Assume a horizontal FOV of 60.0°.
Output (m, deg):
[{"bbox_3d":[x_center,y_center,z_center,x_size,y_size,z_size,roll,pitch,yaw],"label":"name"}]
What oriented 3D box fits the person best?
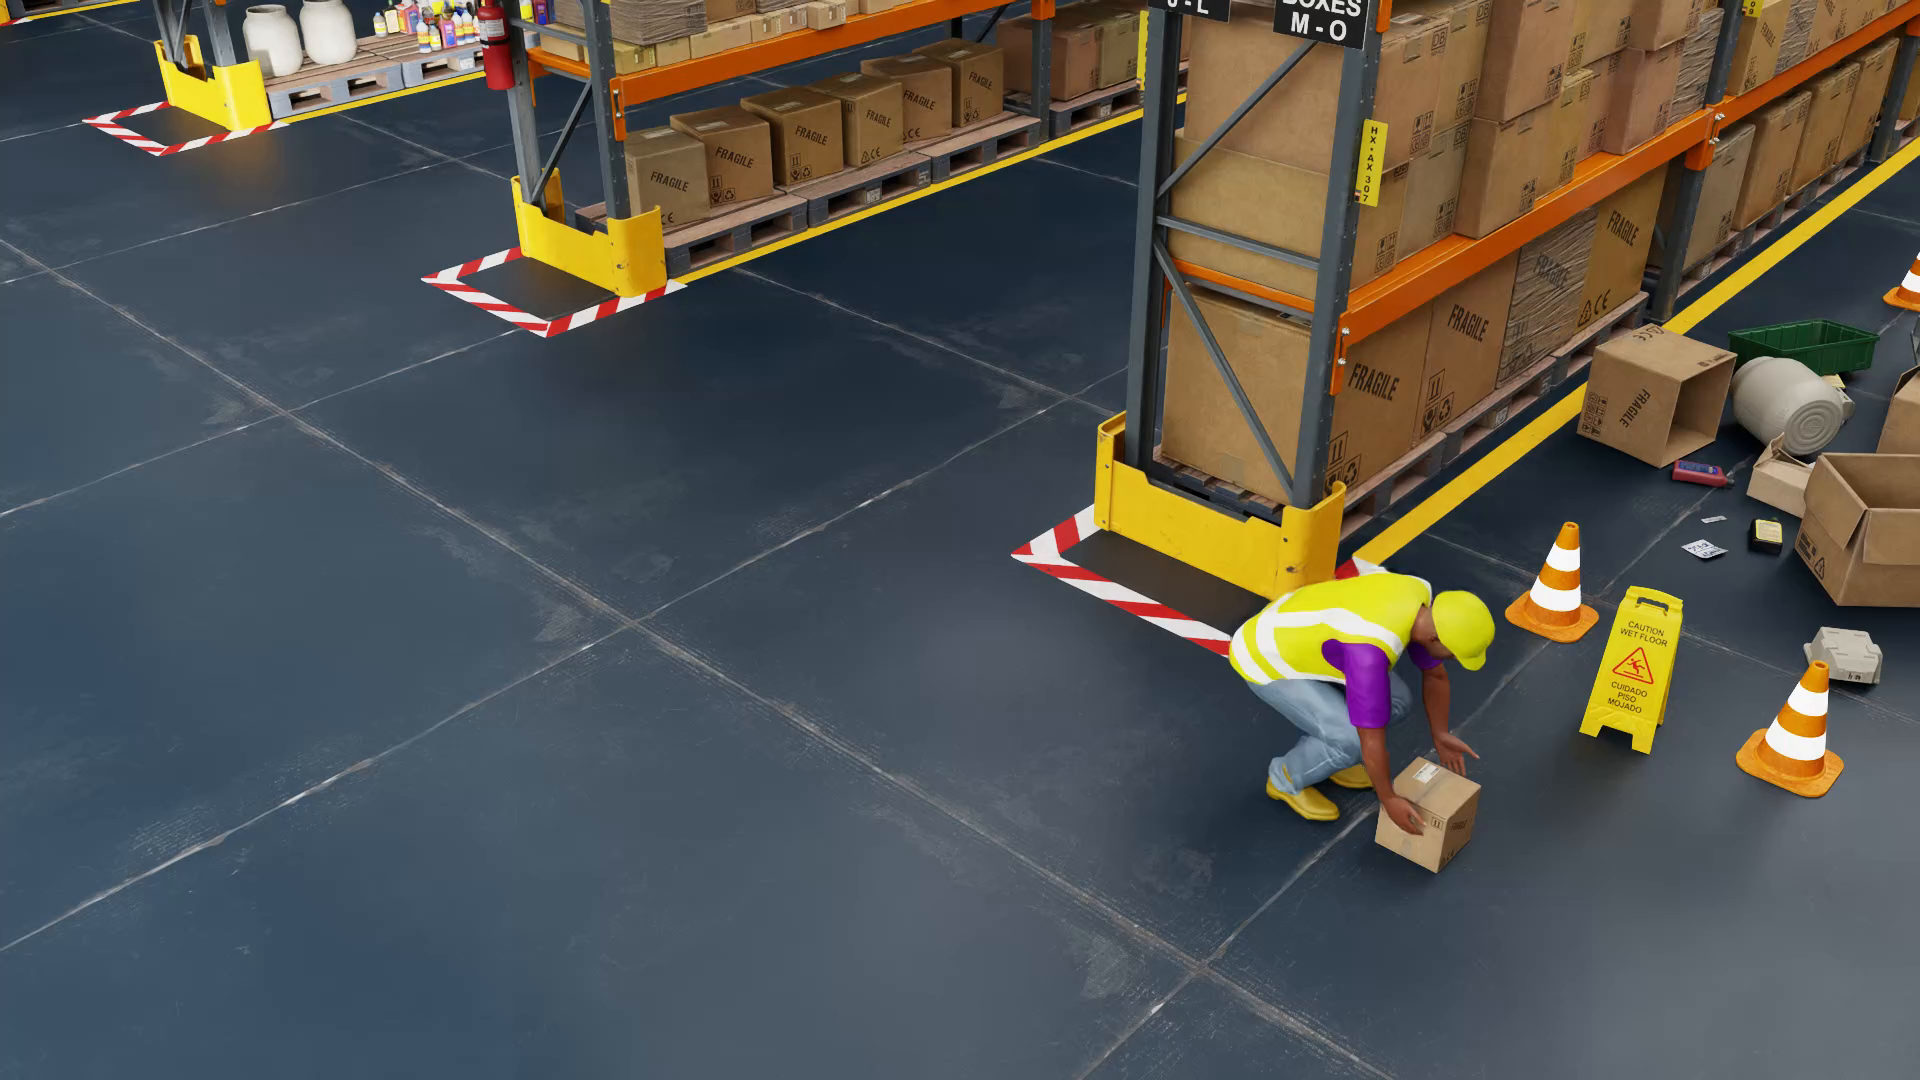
[{"bbox_3d":[1.432,0.512,5.994,0.887,1.016,0.589,25,39,35],"label":"person"}]
